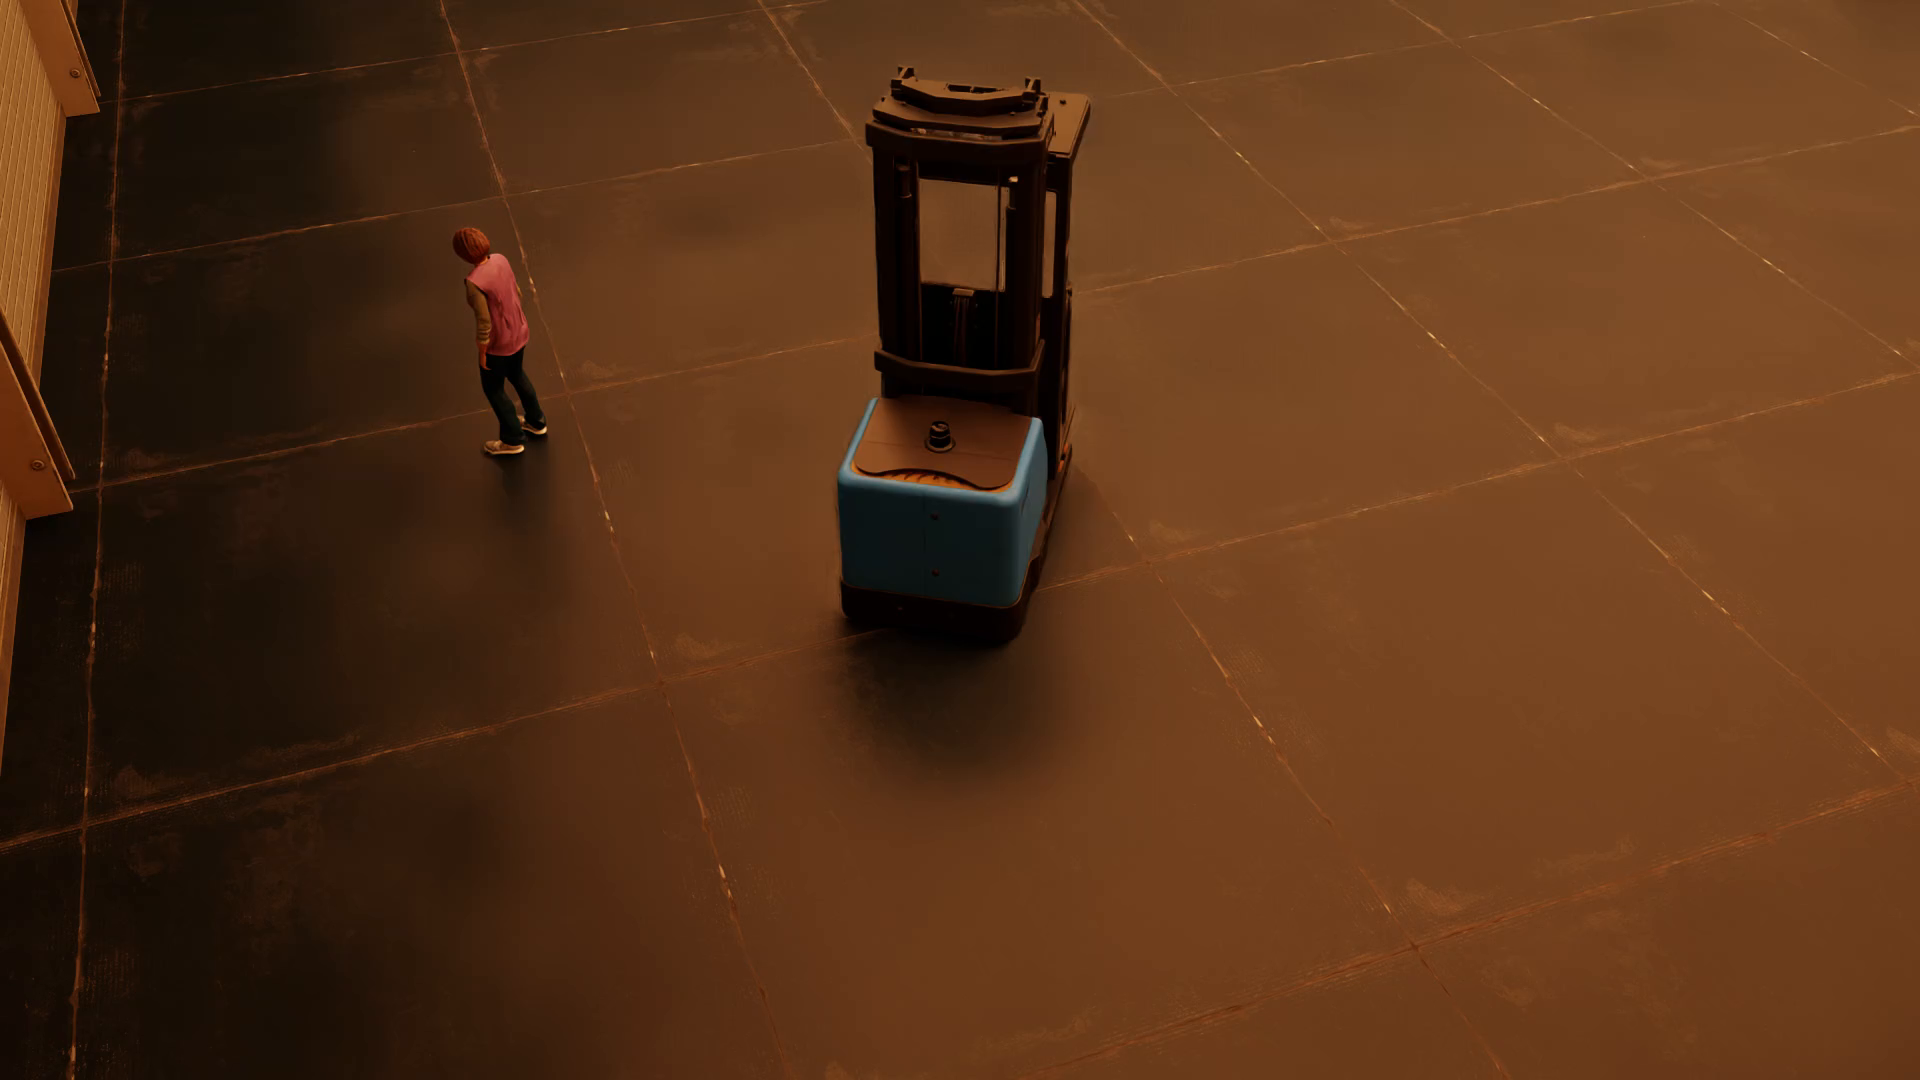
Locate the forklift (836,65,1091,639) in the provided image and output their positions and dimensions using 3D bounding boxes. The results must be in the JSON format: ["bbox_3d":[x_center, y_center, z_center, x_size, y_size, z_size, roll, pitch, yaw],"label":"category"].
[{"bbox_3d":[0.117,-1.510,9.794,1.130,2.935,3.031,8,41,9],"label":"forklift"}]

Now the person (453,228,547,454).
[{"bbox_3d":[-2.923,-1.263,10.548,0.357,1.596,0.464,13,42,15],"label":"person"}]
